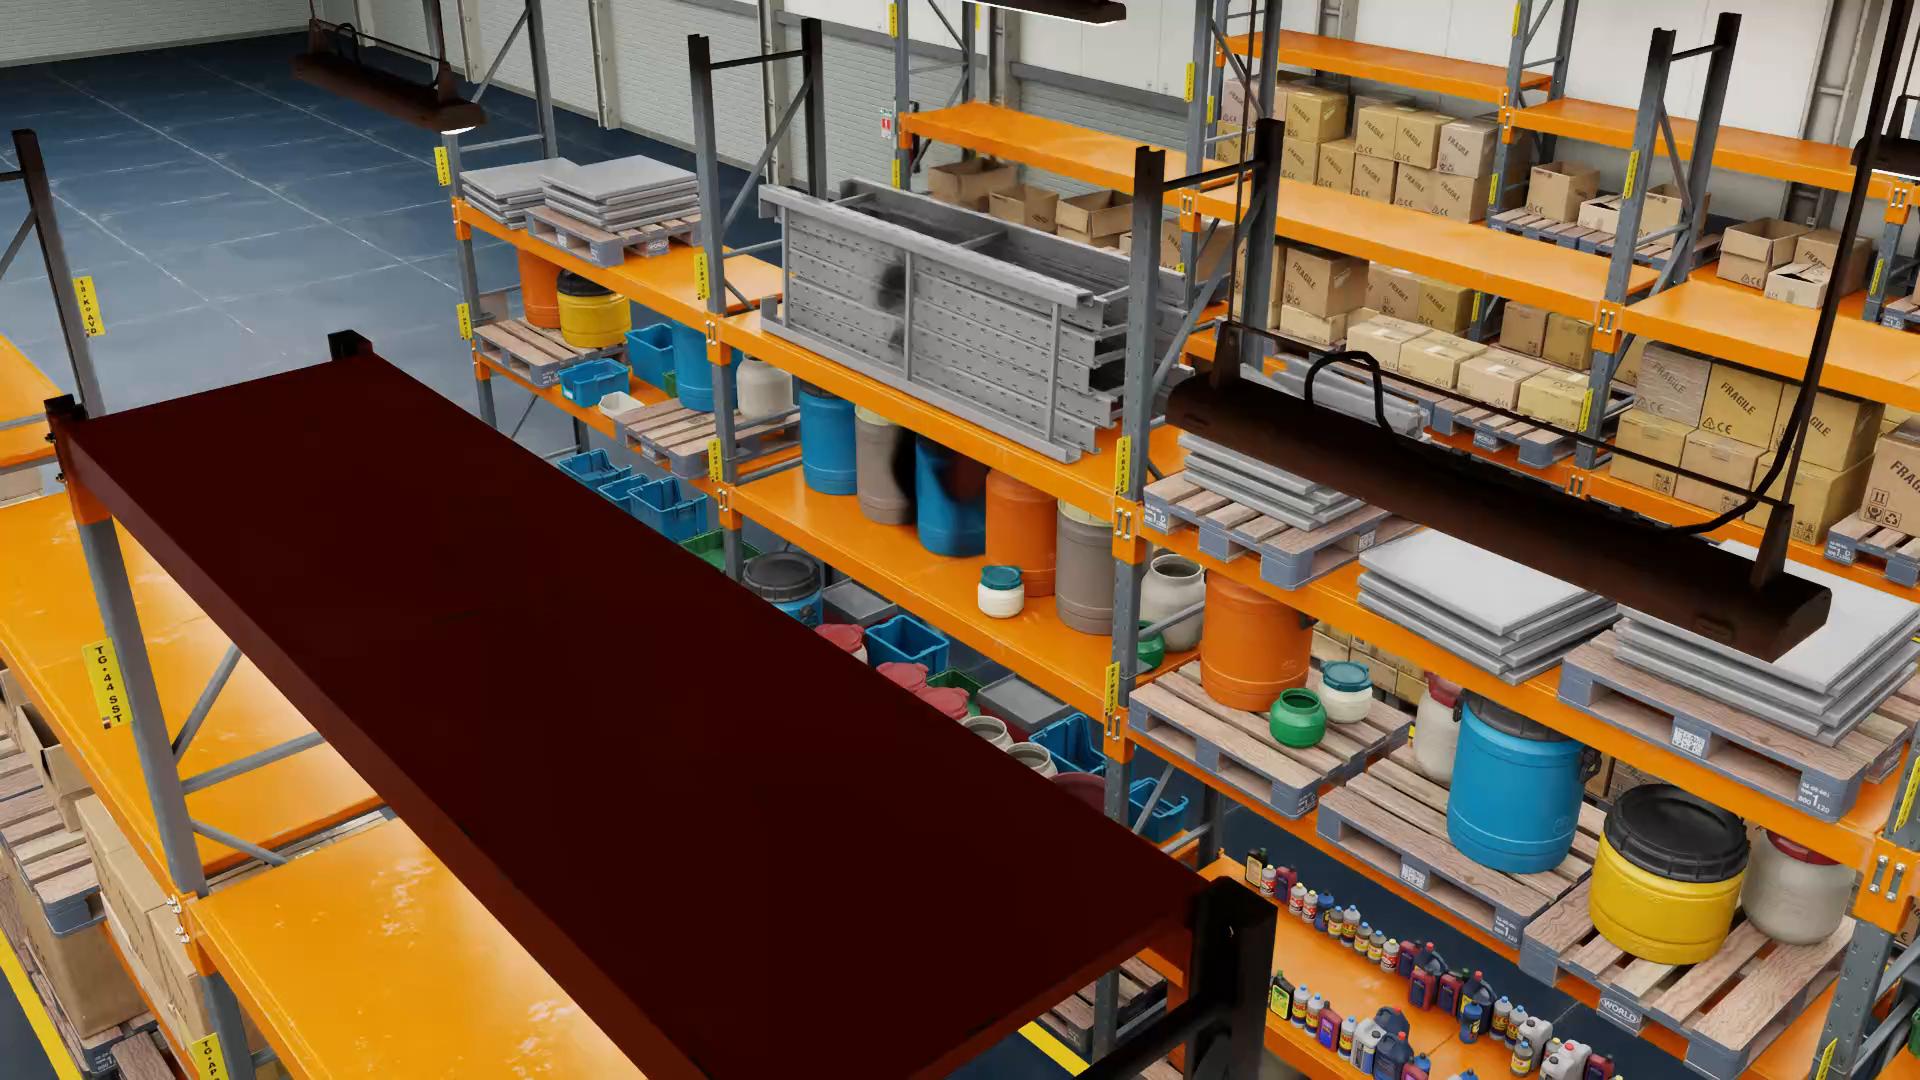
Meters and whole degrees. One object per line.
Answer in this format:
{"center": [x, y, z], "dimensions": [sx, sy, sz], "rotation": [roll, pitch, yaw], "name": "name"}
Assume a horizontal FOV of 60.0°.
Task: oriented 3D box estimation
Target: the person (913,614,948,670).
{"center": [-0.346, 0.378, 14.304], "dimensions": [0.678, 1.876, 0.749], "rotation": [-22, 34, -37], "name": "person"}
